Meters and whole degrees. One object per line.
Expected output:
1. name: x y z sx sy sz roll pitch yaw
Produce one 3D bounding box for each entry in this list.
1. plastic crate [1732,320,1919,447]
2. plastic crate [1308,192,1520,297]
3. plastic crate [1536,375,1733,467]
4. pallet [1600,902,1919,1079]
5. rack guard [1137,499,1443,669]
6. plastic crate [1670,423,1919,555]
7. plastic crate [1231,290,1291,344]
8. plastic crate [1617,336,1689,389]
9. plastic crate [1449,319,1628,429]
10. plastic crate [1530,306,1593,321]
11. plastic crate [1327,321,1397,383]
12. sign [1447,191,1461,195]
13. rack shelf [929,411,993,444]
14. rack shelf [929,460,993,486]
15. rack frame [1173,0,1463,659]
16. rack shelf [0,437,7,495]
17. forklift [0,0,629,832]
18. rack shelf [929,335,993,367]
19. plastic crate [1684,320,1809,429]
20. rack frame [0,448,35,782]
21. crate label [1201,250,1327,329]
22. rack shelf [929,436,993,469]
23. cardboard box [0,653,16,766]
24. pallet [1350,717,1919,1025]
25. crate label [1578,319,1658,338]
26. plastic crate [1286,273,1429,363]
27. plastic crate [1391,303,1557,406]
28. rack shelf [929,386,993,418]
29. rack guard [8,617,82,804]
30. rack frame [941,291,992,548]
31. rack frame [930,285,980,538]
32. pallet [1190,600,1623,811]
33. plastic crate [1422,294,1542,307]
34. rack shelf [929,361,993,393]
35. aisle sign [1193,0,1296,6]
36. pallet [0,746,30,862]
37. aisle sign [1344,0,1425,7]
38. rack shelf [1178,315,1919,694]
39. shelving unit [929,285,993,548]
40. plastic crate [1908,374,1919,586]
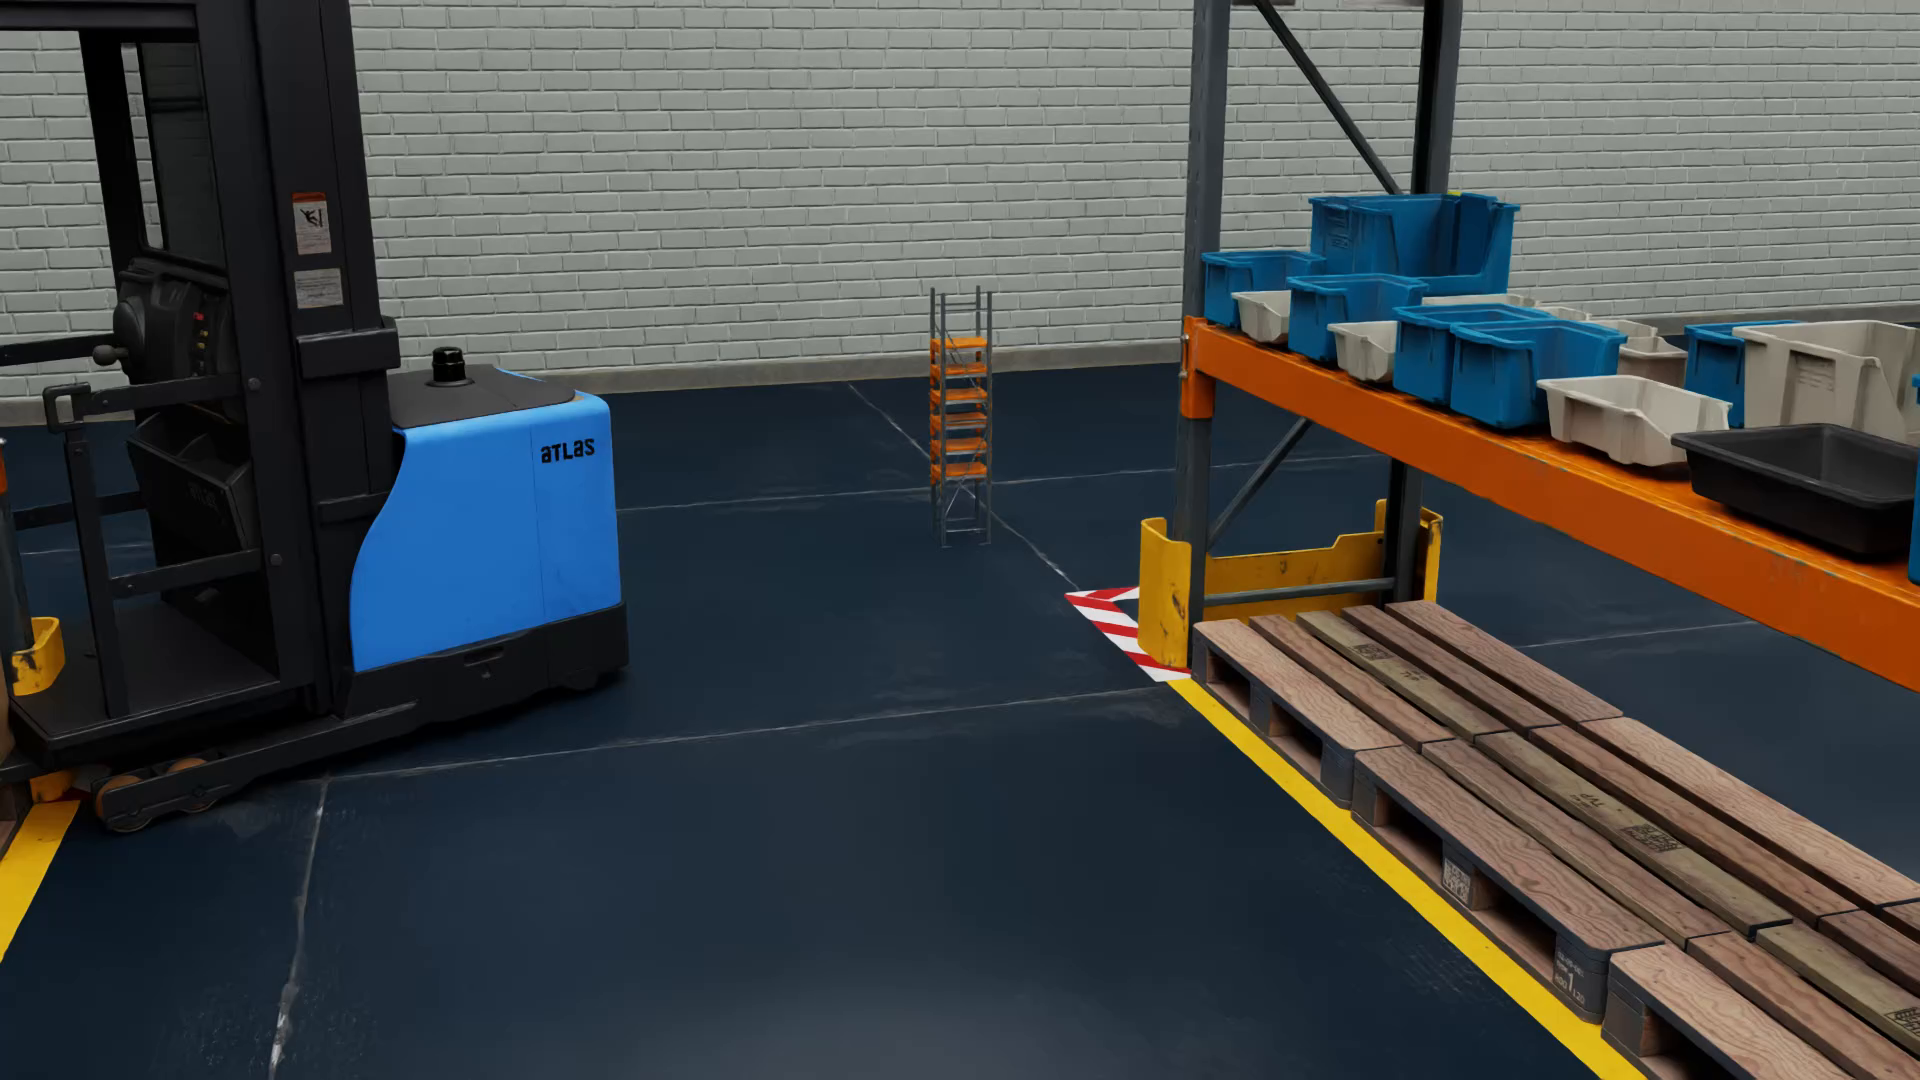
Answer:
1. plastic crate: 2.172 -0.334 3.950 0.437 0.282 0.530 -5 17 -15
2. plastic crate: 1.587 -0.999 5.898 0.616 0.435 0.499 -5 17 -15
3. plastic crate: 1.647 -0.285 4.041 0.293 0.136 0.466 -5 17 -15
4. pallet: 2.175 1.210 3.555 1.003 0.211 1.213 -5 17 -15
5. rack guard: 1.296 0.160 6.549 1.175 0.500 0.348 -5 17 -15
6. plastic crate: 1.849 -0.110 3.478 0.437 0.125 0.590 -5 17 -15
7. plastic crate: 1.075 -0.744 5.569 0.250 0.136 0.298 -5 17 -15
8. plastic crate: 1.978 -0.486 4.708 0.298 0.136 0.250 -5 17 -15
9. plastic crate: 1.511 -0.438 4.383 0.416 0.233 0.300 -5 17 -15
10. plastic crate: 1.779 -0.641 5.226 0.396 0.136 0.243 -5 17 -15
11. plastic crate: 1.262 -0.556 4.944 0.250 0.136 0.298 -5 17 -15
12. sign: 1.840 -1.157 6.307 0.100 0.325 0.005 -5 17 -15
13. rack shelf: 0.004 -0.528 7.779 0.258 0.103 0.180 -5 17 -15
14. rack shelf: 0.004 -0.298 7.848 0.258 0.103 0.180 -5 17 -15
15. rack frame: 1.315 -1.031 6.171 1.000 3.000 0.127 -5 17 -15
16. rack shelf: -2.899 0.257 3.132 1.077 0.370 4.000 -5 17 -15
17. forklift: -2.652 -0.690 5.156 3.031 2.935 1.130 -15 22 -41
18. rack shelf: 0.004 -0.873 7.675 0.258 0.103 0.180 -5 17 -15
19. plastic crate: 2.126 -0.432 4.363 0.416 0.233 0.300 -5 17 -15
20. rack frame: -3.448 -0.641 4.871 1.000 3.000 0.127 -5 17 -15
21. crate label: 1.067 -0.885 5.872 0.416 0.233 0.303 -5 17 -15
22. rack shelf: 0.004 -0.413 7.813 0.258 0.103 0.180 -5 17 -15
23. cardboard box: -3.062 0.477 4.731 0.500 0.500 0.500 -5 17 -15
24. pallet: 1.836 0.872 4.681 1.003 0.211 1.213 -5 17 -15
25. crate label: 1.879 -0.566 4.976 0.396 0.136 0.243 -5 17 -15
26. plastic crate: 1.247 -0.703 5.266 0.416 0.233 0.300 -5 17 -15
27. plastic crate: 1.428 -0.521 4.660 0.416 0.233 0.300 -5 17 -15
28. rack shelf: 0.004 -0.643 7.744 0.258 0.103 0.180 -5 17 -15
29. rack guard: -3.428 0.578 5.160 1.175 0.500 0.348 -5 17 -15
30. rack frame: 0.029 -0.545 7.682 0.240 1.200 0.006 -5 17 -15
31. rack frame: -0.021 -0.596 7.850 0.240 1.200 0.006 -5 17 -15
32. pallet: 1.505 0.536 5.802 1.003 0.211 1.213 -5 17 -15
33. plastic crate: 1.713 -0.722 5.497 0.396 0.136 0.243 -5 17 -15
34. rack shelf: 0.004 -0.758 7.710 0.258 0.103 0.180 -5 17 -15
35. aisle sign: 1.010 -2.273 5.785 0.394 0.787 0.004 -5 17 -15
36. pallet: -3.208 0.937 4.468 1.003 0.211 1.213 -5 17 -15
37. aisle sign: 1.577 -2.319 5.940 0.394 0.787 0.004 -5 17 -15
38. rack shelf: 1.865 -0.133 4.433 1.077 0.370 4.000 -5 17 -15
39. shelving unit: 0.004 -0.571 7.766 0.258 1.200 0.189 -5 17 -15
40. plastic crate: 1.958 -0.048 2.821 0.392 0.384 0.575 -5 17 -15
